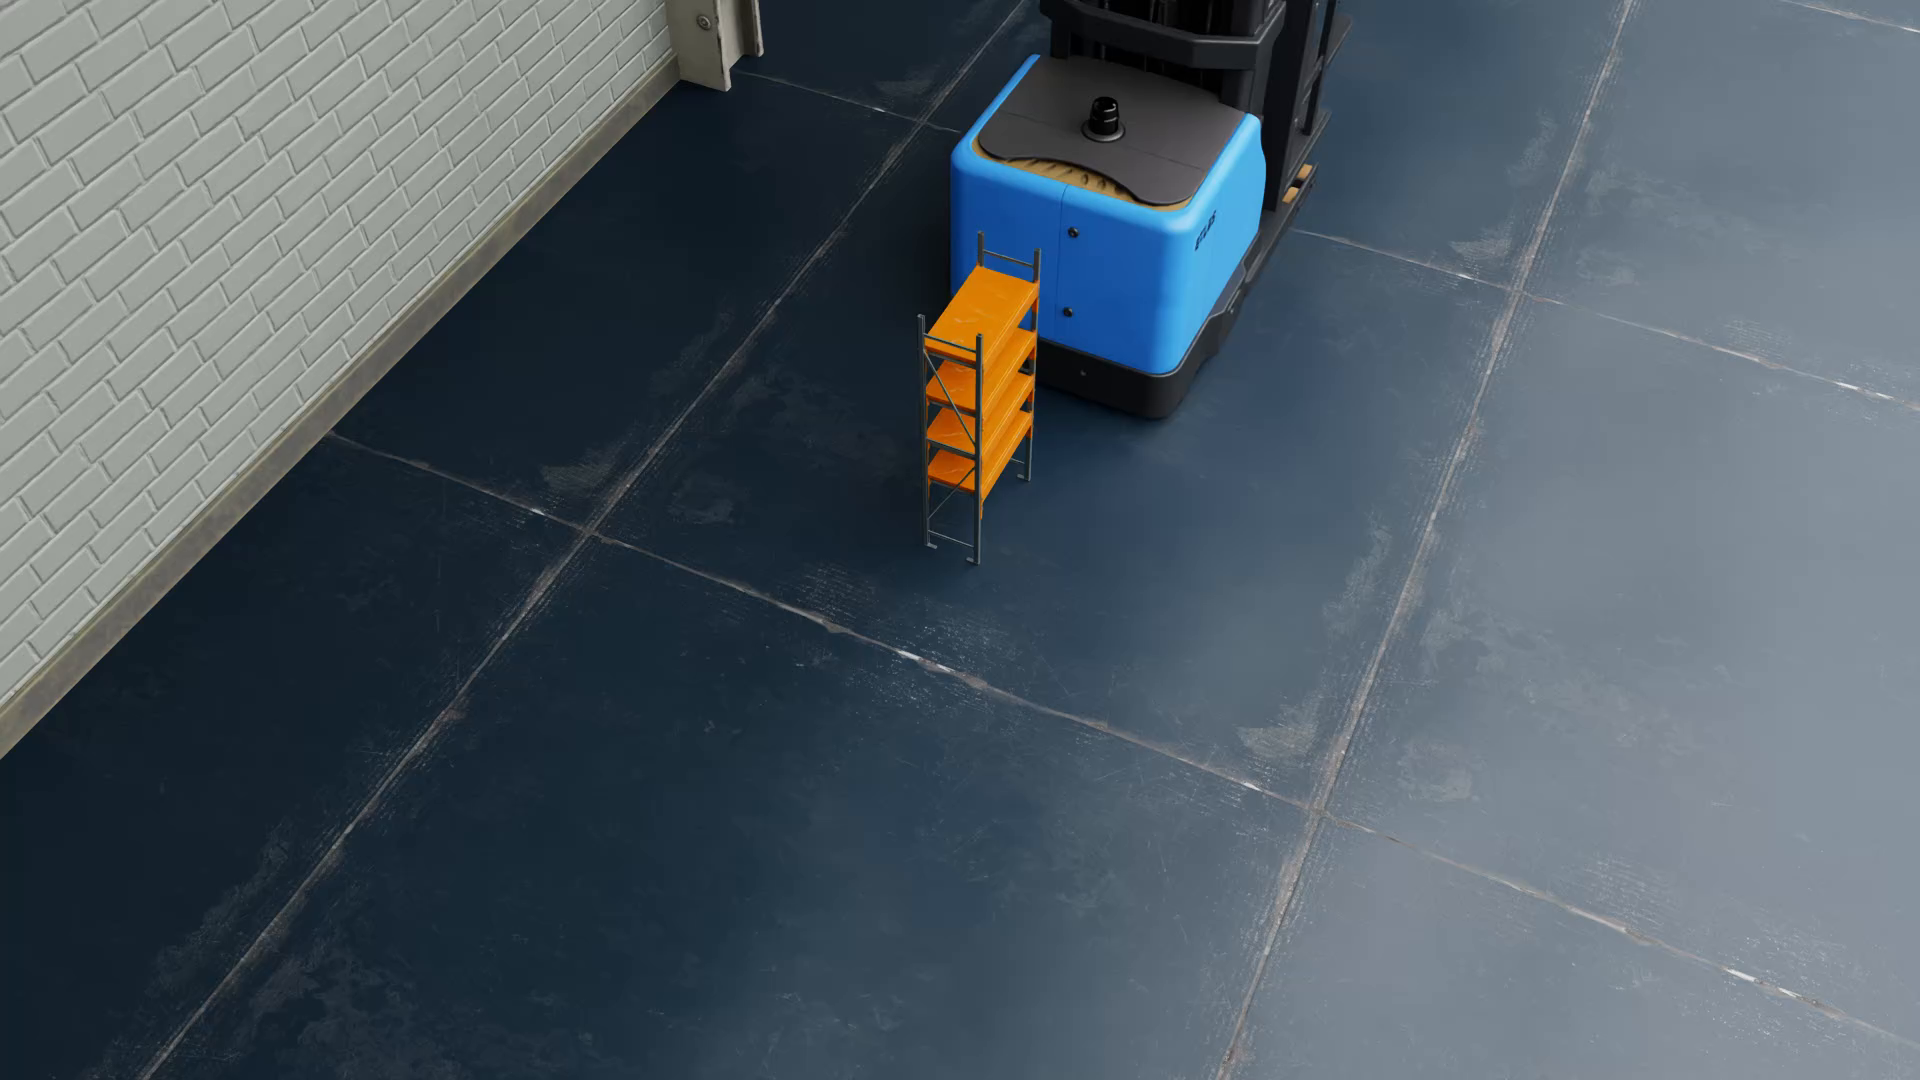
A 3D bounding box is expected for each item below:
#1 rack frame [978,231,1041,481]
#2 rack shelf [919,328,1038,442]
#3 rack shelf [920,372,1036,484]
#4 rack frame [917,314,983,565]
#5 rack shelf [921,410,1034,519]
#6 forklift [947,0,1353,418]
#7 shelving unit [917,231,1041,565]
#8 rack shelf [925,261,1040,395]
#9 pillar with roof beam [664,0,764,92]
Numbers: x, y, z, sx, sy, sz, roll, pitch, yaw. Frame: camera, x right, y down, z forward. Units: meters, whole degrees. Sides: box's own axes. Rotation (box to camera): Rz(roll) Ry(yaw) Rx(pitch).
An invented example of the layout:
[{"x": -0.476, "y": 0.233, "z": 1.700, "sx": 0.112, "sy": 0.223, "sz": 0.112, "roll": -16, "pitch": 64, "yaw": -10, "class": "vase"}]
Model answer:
[{"x": 0.175, "y": -0.671, "z": 6.348, "sx": 0.240, "sy": 1.200, "sz": 0.015, "roll": 20, "pitch": 52, "yaw": 16, "class": "rack frame"}, {"x": 0.071, "y": -0.604, "z": 6.086, "sx": 0.258, "sy": 0.148, "sz": 0.480, "roll": 20, "pitch": 52, "yaw": 16, "class": "rack shelf"}, {"x": 0.071, "y": -0.459, "z": 6.256, "sx": 0.258, "sy": 0.148, "sz": 0.480, "roll": 20, "pitch": 52, "yaw": 16, "class": "rack shelf"}, {"x": -0.034, "y": -0.335, "z": 6.062, "sx": 0.240, "sy": 1.200, "sz": 0.015, "roll": 20, "pitch": 52, "yaw": 16, "class": "rack frame"}, {"x": 0.071, "y": -0.331, "z": 6.408, "sx": 0.258, "sy": 0.148, "sz": 0.480, "roll": 20, "pitch": 52, "yaw": 16, "class": "rack shelf"}, {"x": 1.053, "y": -2.590, "z": 6.844, "sx": 1.130, "sy": 2.935, "sz": 3.031, "roll": 21, "pitch": 53, "yaw": 17, "class": "forklift"}, {"x": 0.071, "y": -0.503, "z": 6.205, "sx": 0.258, "sy": 1.200, "sz": 0.503, "roll": 20, "pitch": 52, "yaw": 16, "class": "shelving unit"}, {"x": 0.071, "y": -0.757, "z": 5.906, "sx": 0.258, "sy": 0.148, "sz": 0.480, "roll": 20, "pitch": 52, "yaw": 16, "class": "rack shelf"}, {"x": 2.639, "y": -3.998, "z": 4.059, "sx": 9.100, "sy": 9.000, "sz": 0.400, "roll": 20, "pitch": 52, "yaw": 16, "class": "pillar with roof beam"}]
